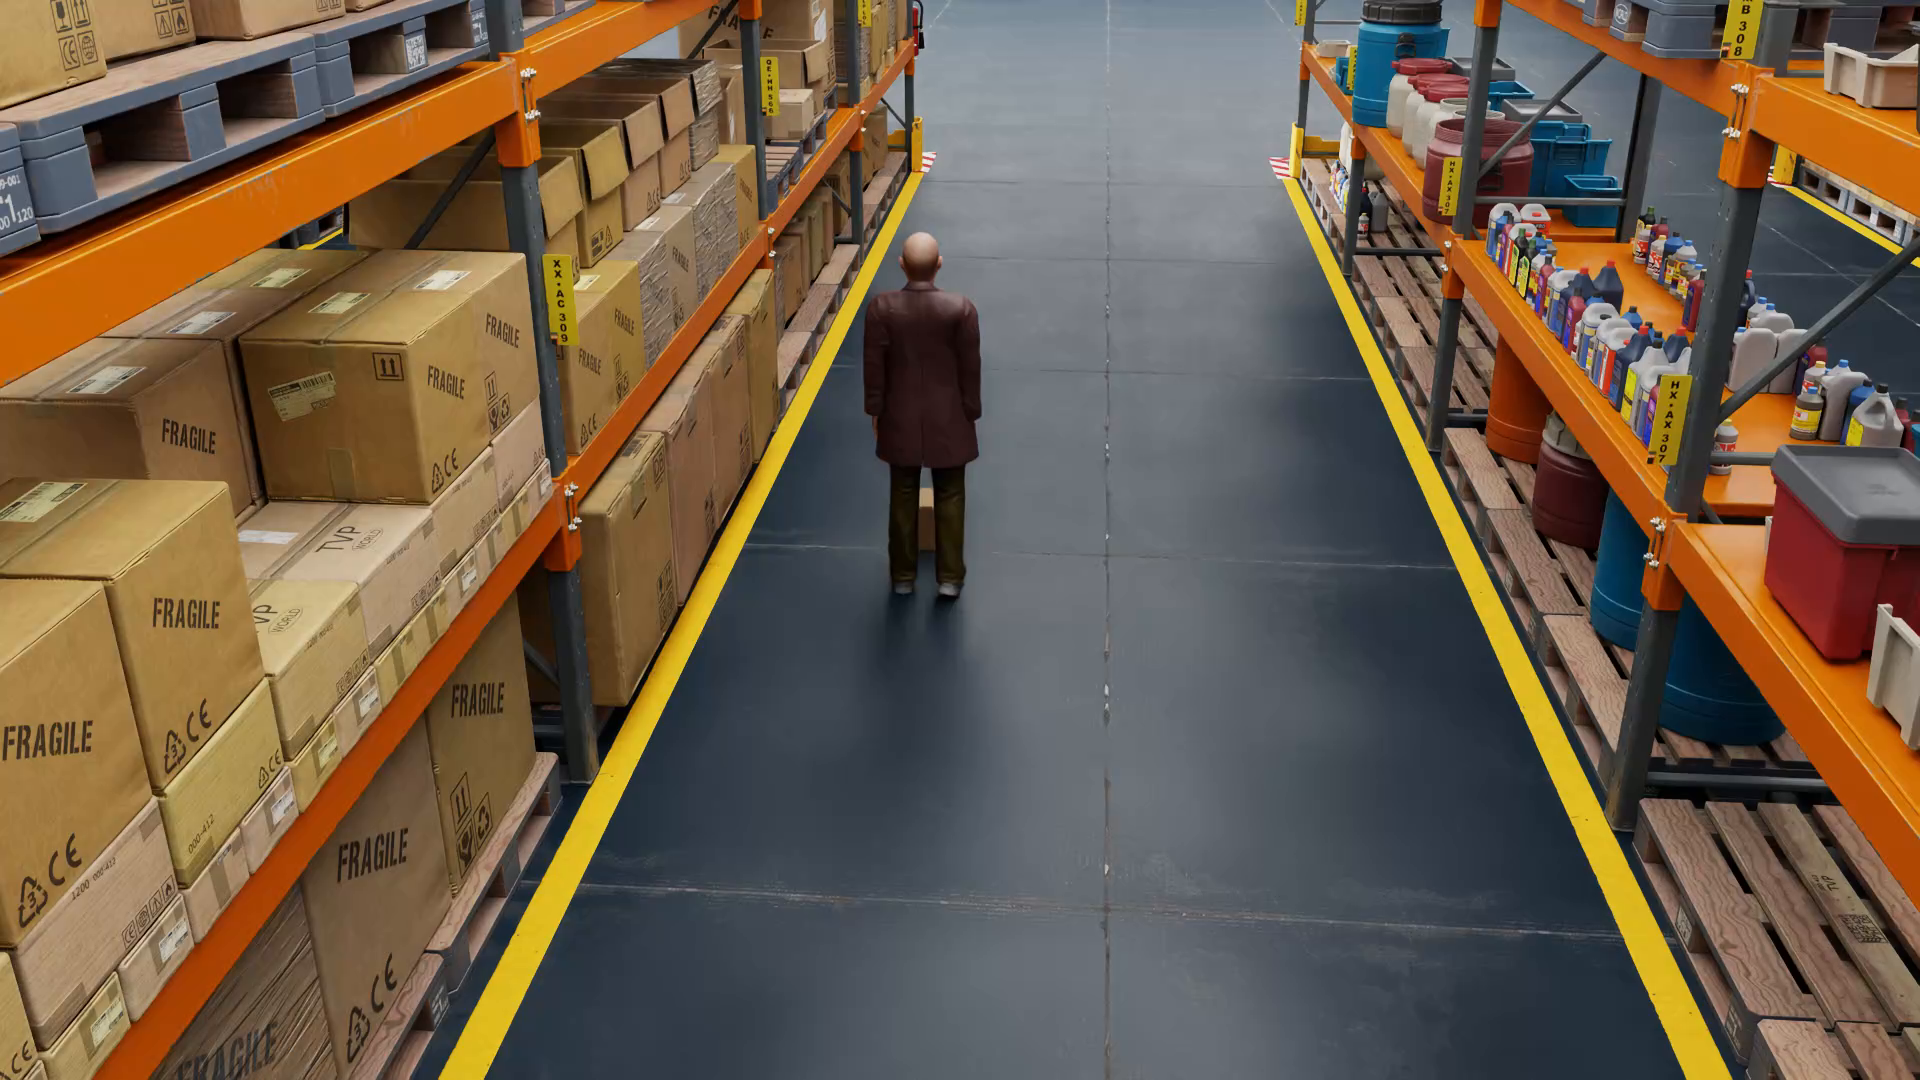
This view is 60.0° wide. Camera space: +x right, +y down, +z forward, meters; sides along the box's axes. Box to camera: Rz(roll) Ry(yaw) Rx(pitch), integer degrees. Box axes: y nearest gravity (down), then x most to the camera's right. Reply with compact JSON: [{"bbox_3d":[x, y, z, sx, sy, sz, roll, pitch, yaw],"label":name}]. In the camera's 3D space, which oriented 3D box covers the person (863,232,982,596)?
[{"bbox_3d":[-0.179,-0.570,7.946,0.566,1.831,0.435,2,24,5],"label":"person"}]
